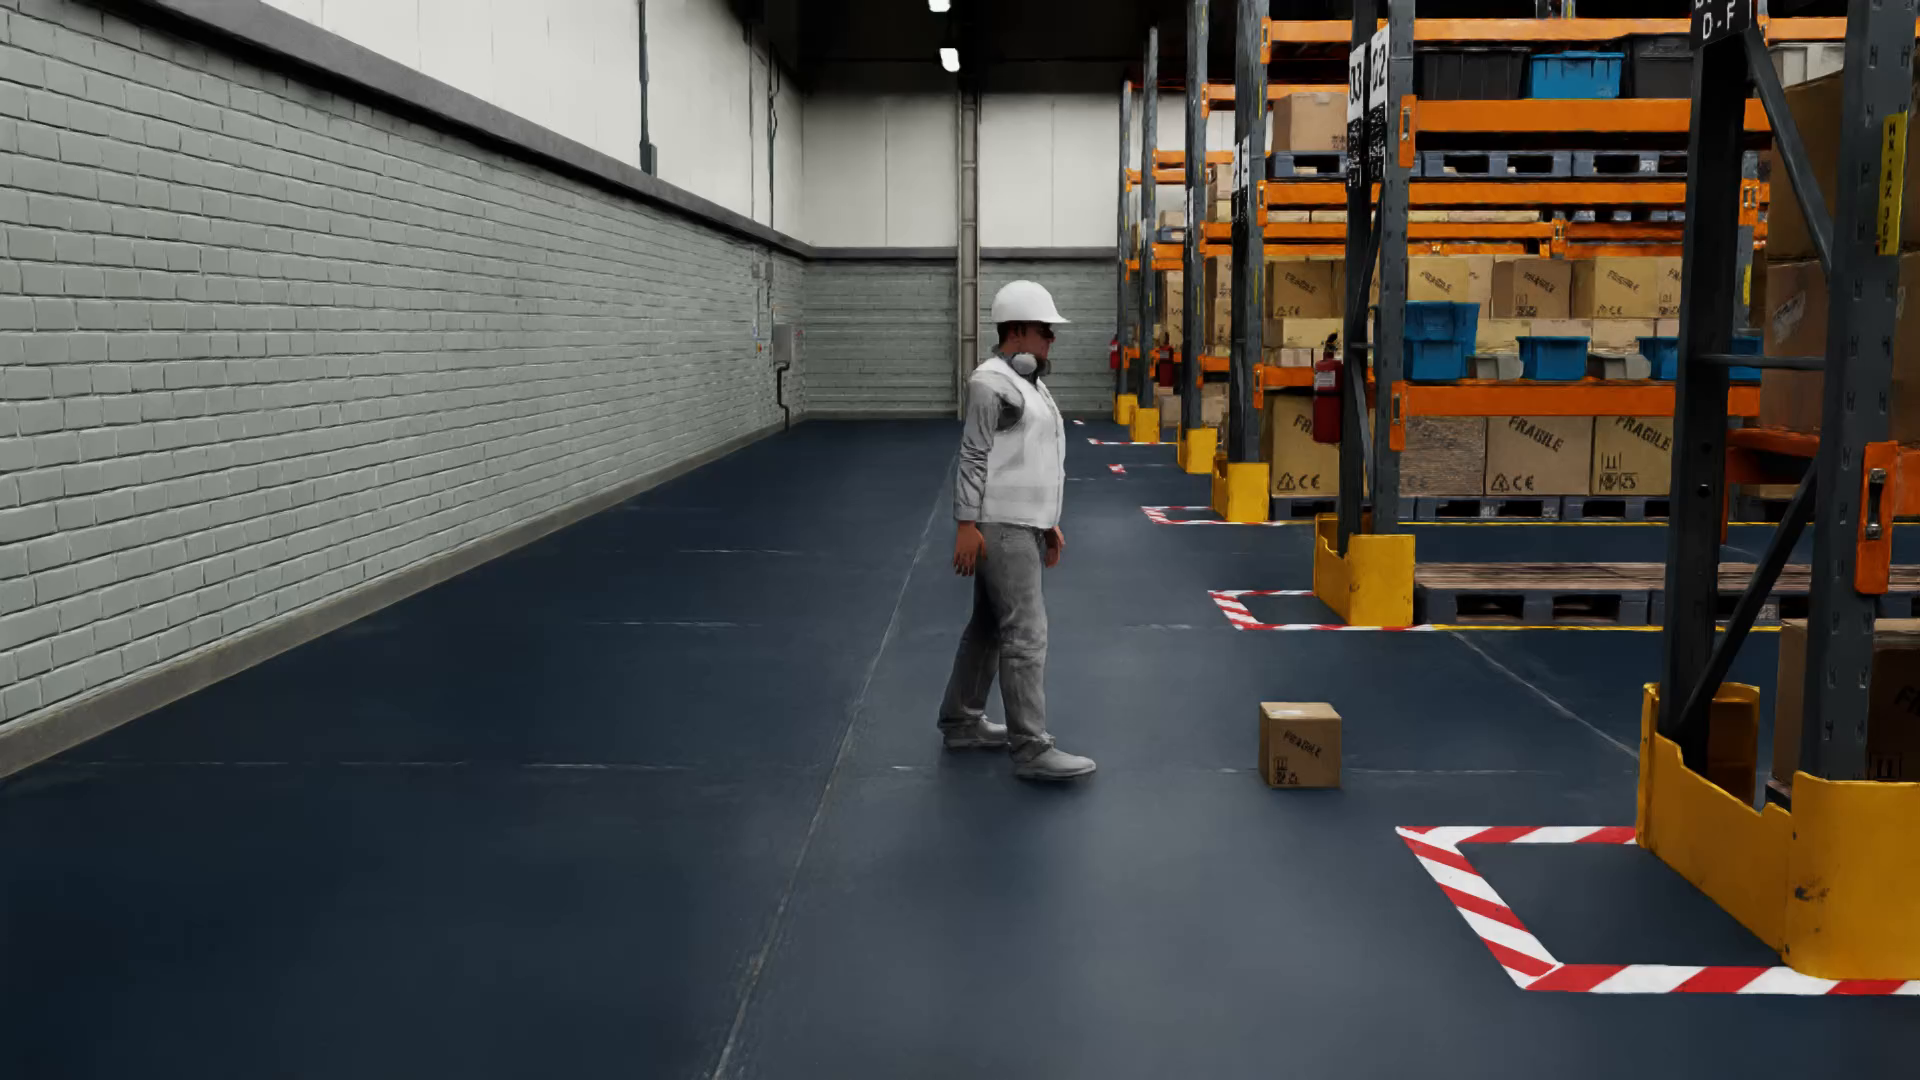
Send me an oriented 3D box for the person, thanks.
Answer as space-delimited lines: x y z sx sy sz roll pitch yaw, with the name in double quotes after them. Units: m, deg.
0.215 -0.056 6.057 0.680 1.758 0.613 2 7 15 "person"
